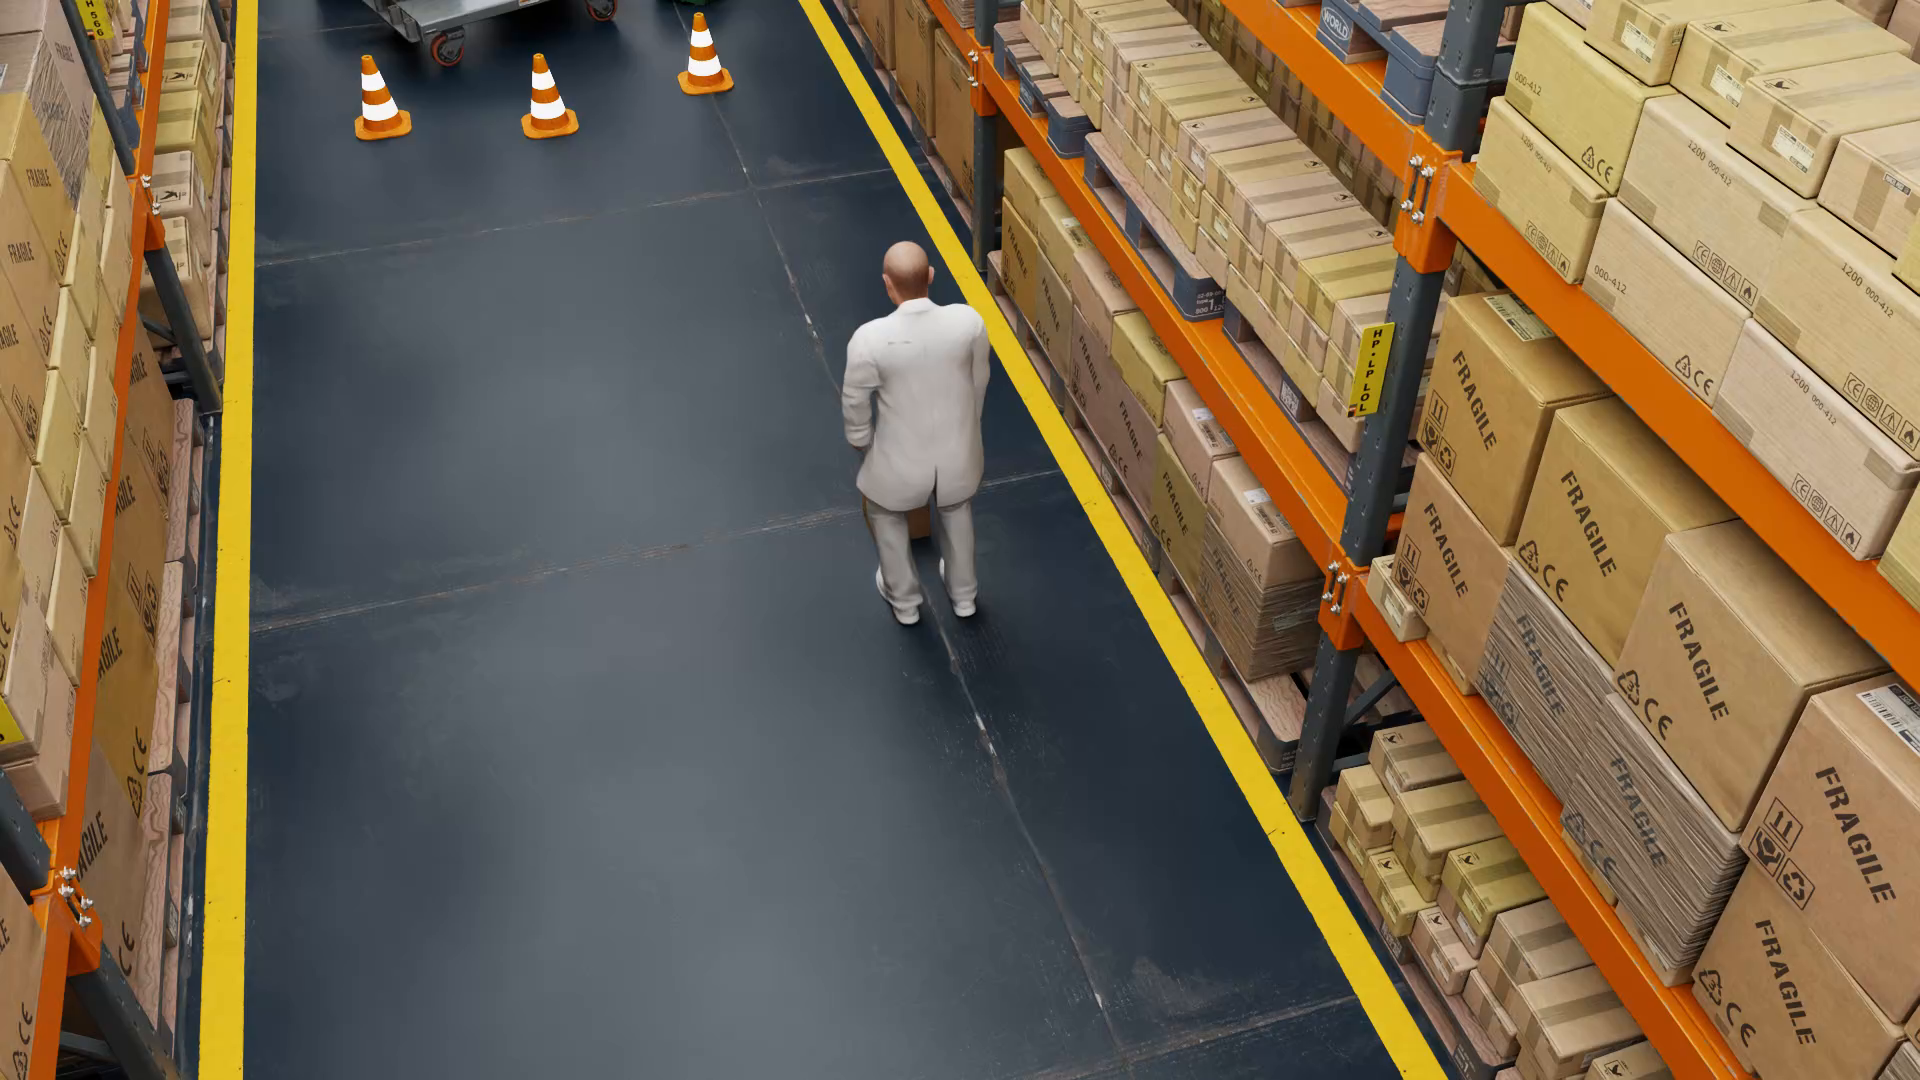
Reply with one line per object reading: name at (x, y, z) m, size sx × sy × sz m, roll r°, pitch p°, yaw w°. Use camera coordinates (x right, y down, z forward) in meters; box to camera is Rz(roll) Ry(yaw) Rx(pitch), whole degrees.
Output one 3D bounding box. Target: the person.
person at (-0.174, -0.392, 6.665) m, size 0.591 × 1.720 × 0.432 m, roll -10°, pitch 43°, yaw -11°
